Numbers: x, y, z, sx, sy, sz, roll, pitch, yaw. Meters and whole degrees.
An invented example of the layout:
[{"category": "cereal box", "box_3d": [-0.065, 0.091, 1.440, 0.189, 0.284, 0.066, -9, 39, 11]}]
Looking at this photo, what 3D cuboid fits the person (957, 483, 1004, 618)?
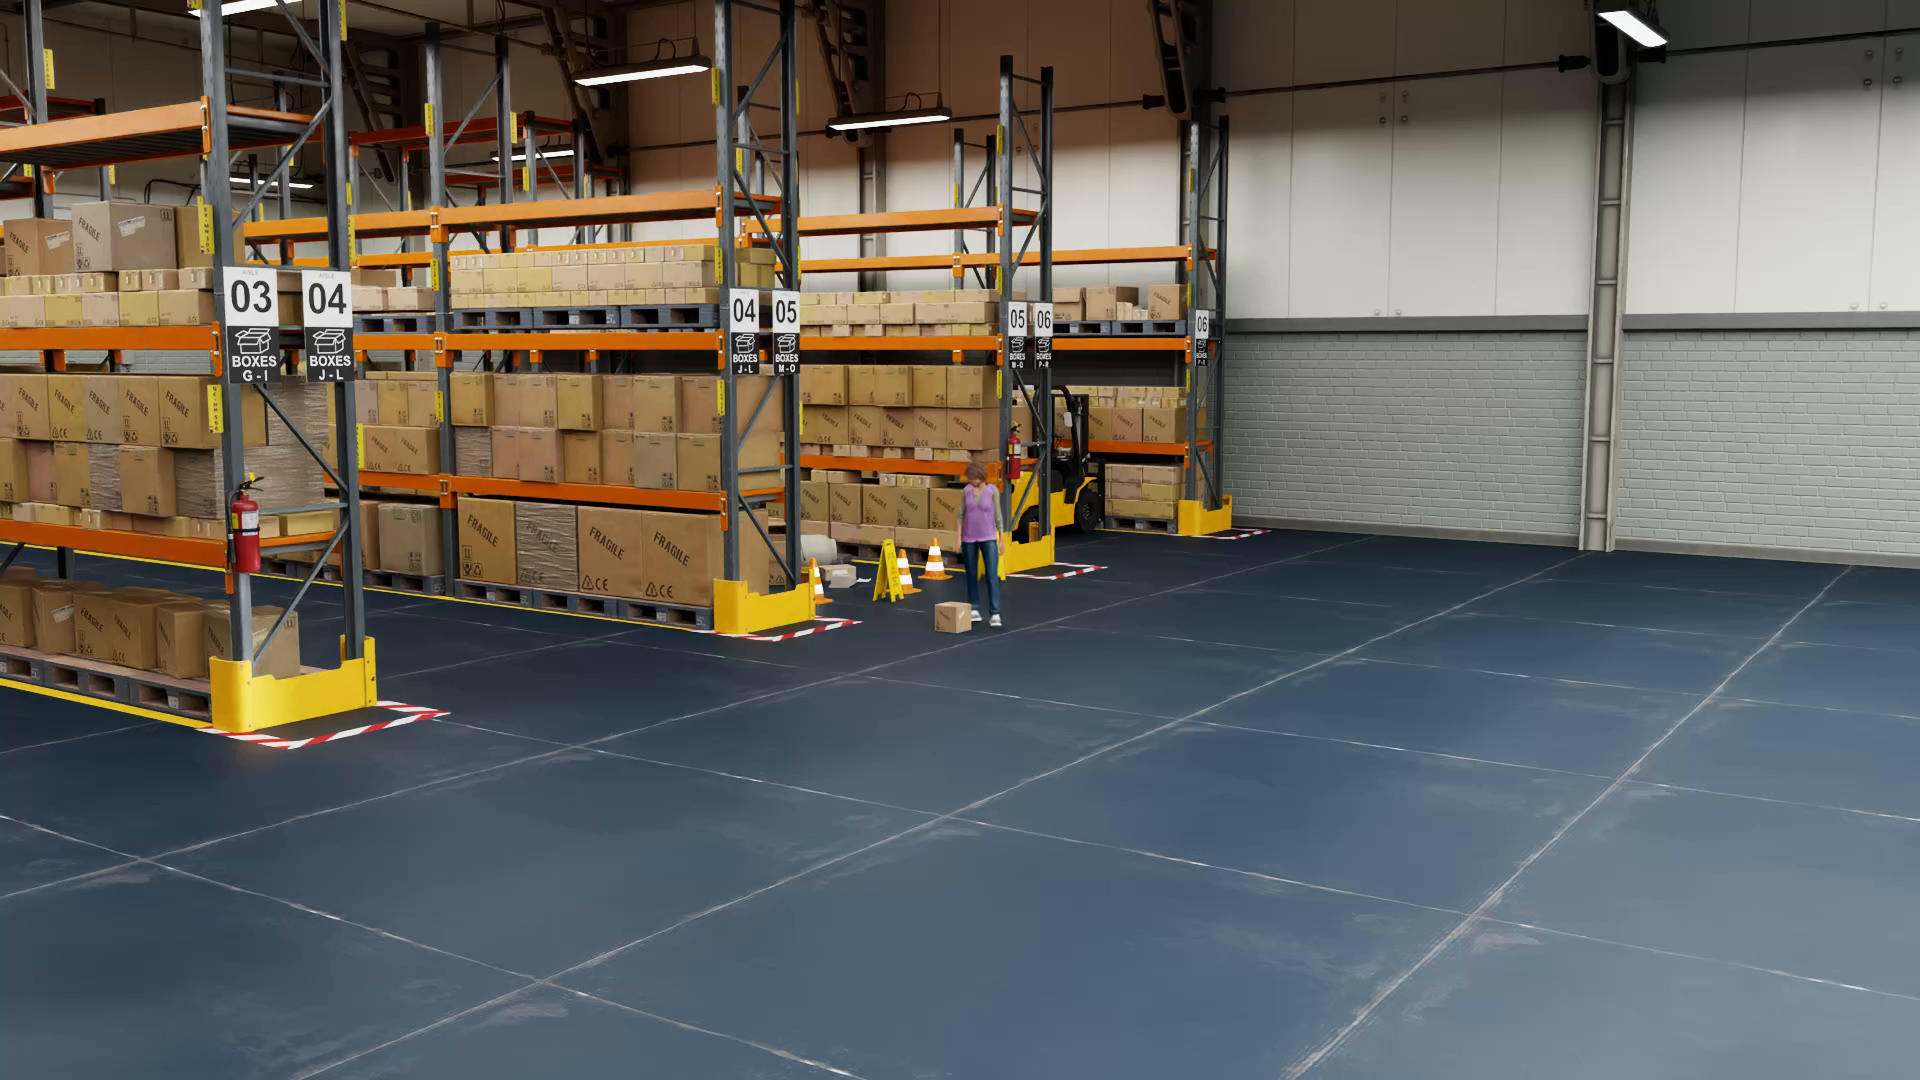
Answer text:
[{"category": "person", "box_3d": [0.203, 0.095, 16.047, 0.473, 1.295, 0.528, 1, 7, 12]}]
